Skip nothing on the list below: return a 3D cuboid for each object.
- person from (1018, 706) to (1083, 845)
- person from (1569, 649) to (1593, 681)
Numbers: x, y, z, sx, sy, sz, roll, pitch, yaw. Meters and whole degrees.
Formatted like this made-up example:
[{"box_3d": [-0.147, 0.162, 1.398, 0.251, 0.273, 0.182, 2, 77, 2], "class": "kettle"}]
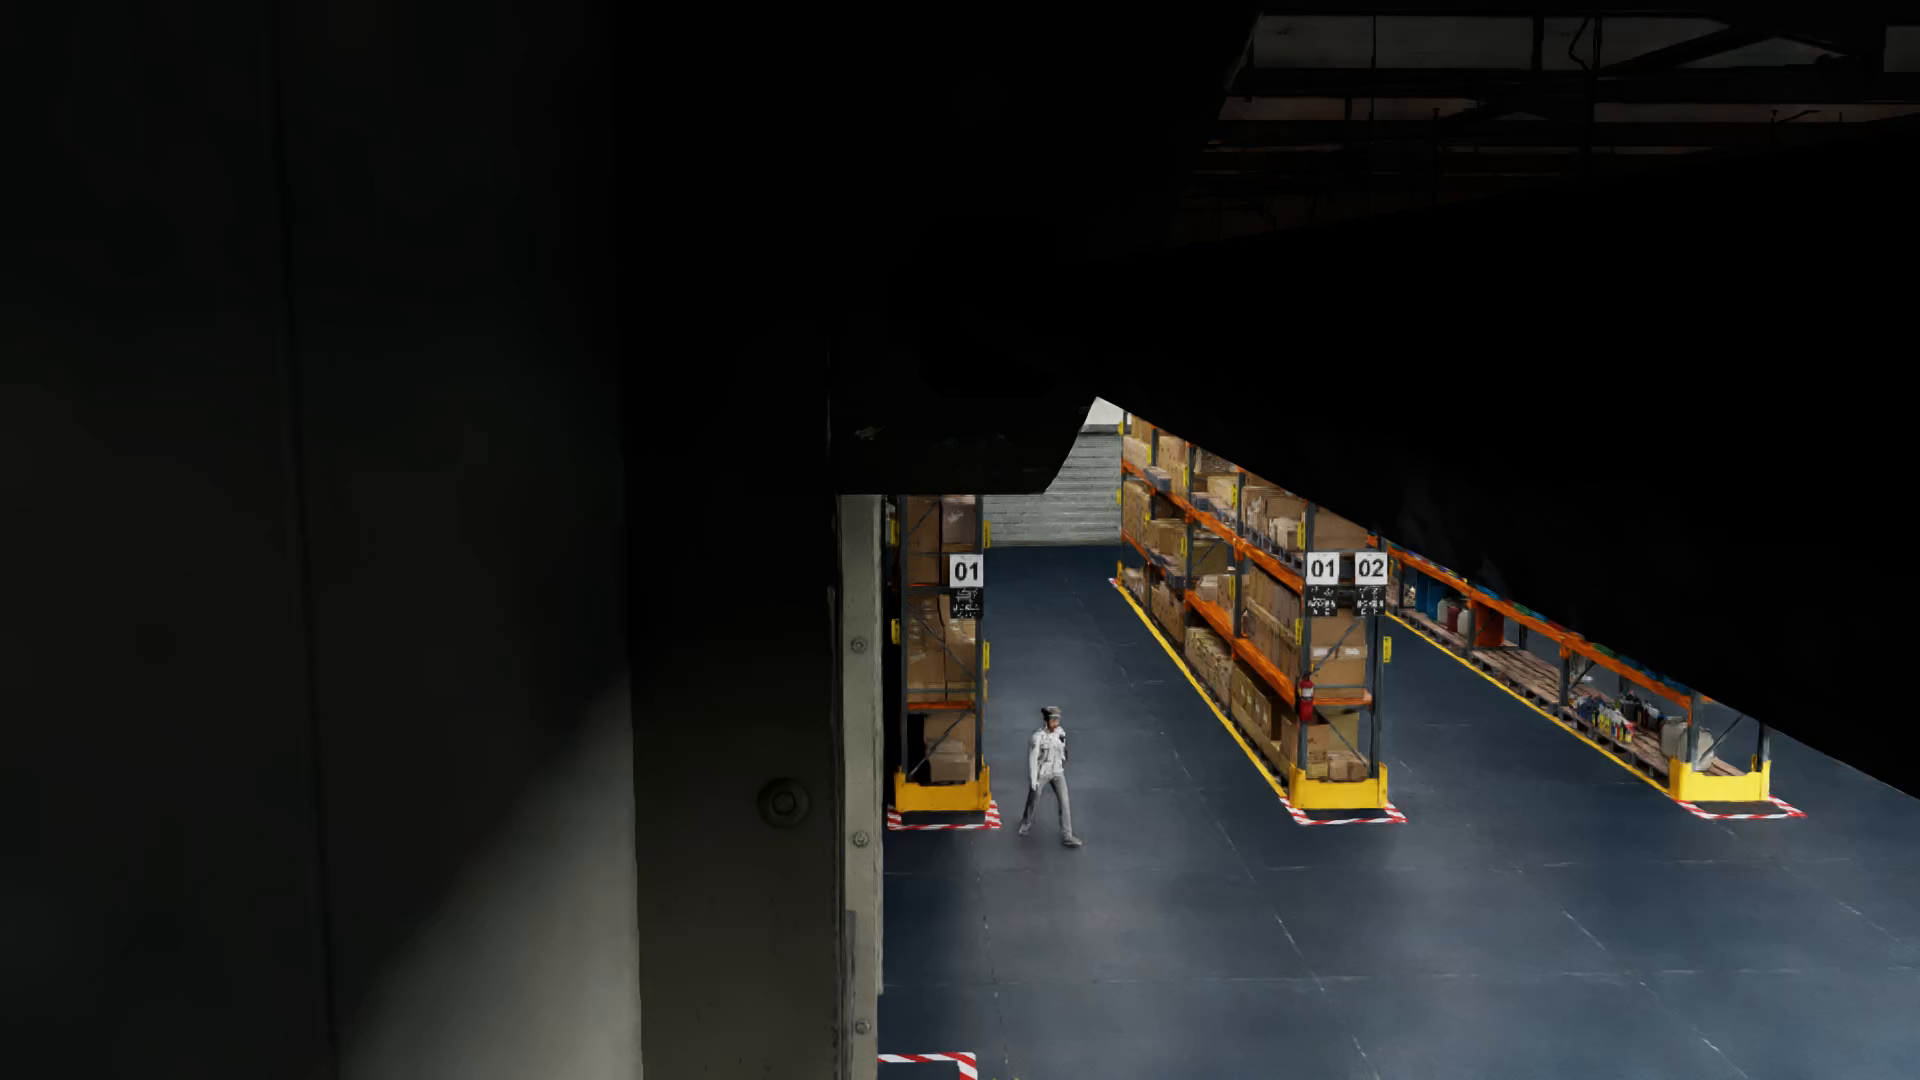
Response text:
[{"box_3d": [1.026, 2.700, 19.302, 0.529, 1.625, 0.935, -4, 9, -25], "class": "person"}, {"box_3d": [10.294, 1.497, 27.455, 0.384, 1.573, 0.591, -2, 9, -11], "class": "person"}]
